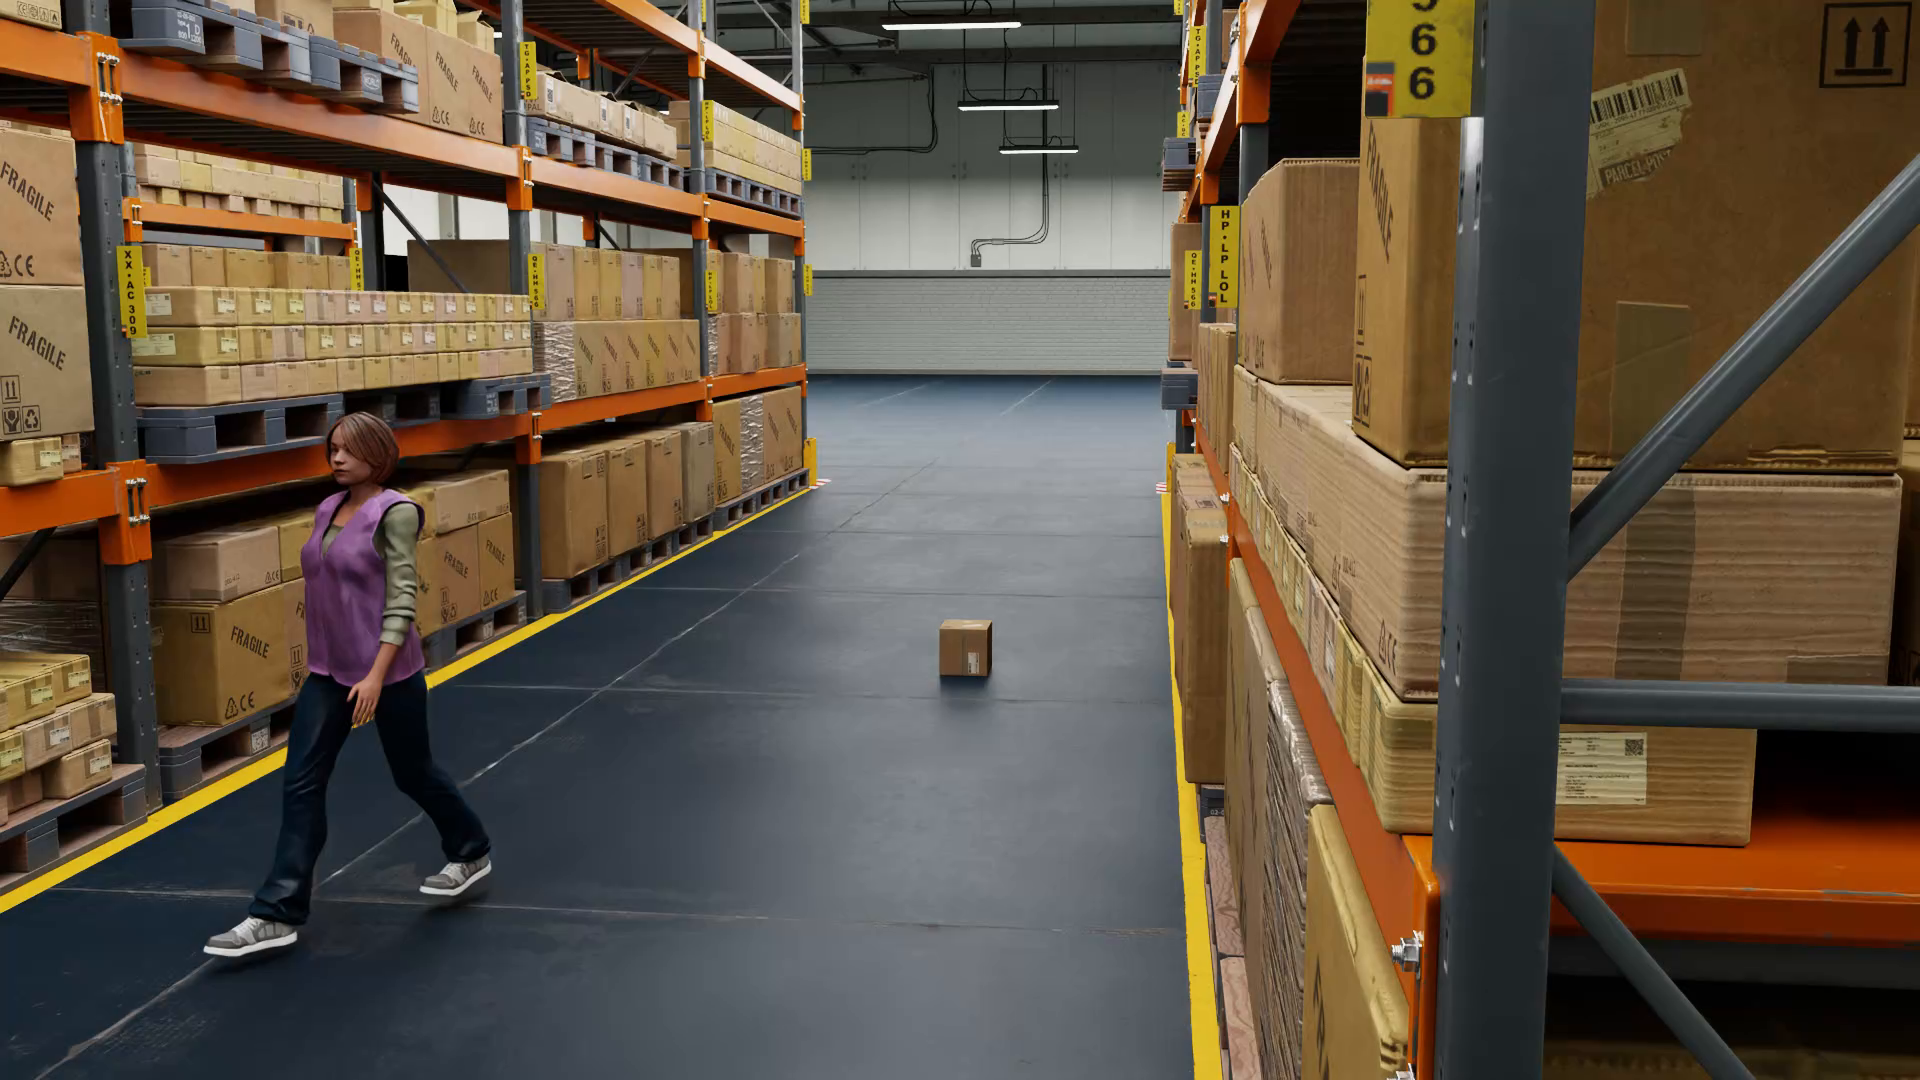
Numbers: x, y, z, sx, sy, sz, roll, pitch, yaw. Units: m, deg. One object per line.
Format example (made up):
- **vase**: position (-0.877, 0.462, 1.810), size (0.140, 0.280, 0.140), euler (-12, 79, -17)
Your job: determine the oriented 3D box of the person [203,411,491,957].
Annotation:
- **person**: position (-1.795, 0.393, 4.925), size (0.449, 1.538, 0.927), euler (4, 9, 27)
